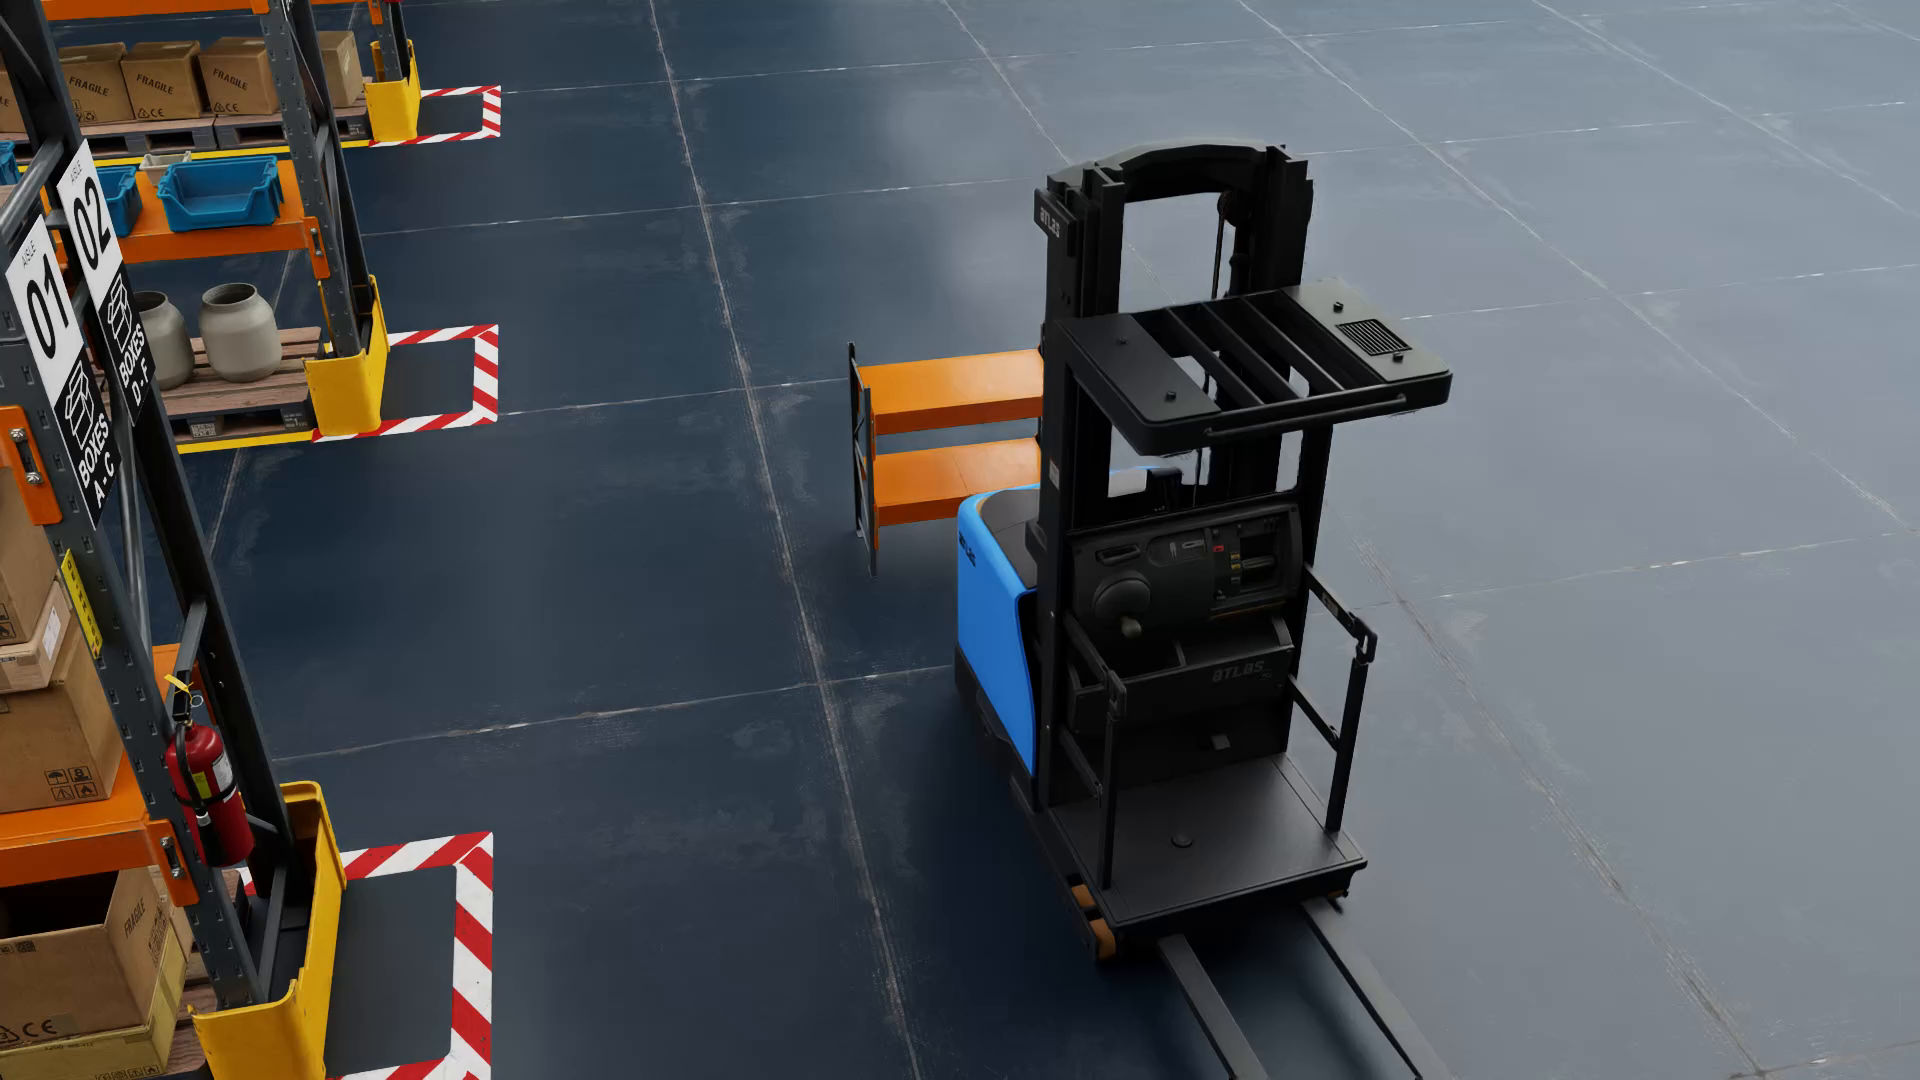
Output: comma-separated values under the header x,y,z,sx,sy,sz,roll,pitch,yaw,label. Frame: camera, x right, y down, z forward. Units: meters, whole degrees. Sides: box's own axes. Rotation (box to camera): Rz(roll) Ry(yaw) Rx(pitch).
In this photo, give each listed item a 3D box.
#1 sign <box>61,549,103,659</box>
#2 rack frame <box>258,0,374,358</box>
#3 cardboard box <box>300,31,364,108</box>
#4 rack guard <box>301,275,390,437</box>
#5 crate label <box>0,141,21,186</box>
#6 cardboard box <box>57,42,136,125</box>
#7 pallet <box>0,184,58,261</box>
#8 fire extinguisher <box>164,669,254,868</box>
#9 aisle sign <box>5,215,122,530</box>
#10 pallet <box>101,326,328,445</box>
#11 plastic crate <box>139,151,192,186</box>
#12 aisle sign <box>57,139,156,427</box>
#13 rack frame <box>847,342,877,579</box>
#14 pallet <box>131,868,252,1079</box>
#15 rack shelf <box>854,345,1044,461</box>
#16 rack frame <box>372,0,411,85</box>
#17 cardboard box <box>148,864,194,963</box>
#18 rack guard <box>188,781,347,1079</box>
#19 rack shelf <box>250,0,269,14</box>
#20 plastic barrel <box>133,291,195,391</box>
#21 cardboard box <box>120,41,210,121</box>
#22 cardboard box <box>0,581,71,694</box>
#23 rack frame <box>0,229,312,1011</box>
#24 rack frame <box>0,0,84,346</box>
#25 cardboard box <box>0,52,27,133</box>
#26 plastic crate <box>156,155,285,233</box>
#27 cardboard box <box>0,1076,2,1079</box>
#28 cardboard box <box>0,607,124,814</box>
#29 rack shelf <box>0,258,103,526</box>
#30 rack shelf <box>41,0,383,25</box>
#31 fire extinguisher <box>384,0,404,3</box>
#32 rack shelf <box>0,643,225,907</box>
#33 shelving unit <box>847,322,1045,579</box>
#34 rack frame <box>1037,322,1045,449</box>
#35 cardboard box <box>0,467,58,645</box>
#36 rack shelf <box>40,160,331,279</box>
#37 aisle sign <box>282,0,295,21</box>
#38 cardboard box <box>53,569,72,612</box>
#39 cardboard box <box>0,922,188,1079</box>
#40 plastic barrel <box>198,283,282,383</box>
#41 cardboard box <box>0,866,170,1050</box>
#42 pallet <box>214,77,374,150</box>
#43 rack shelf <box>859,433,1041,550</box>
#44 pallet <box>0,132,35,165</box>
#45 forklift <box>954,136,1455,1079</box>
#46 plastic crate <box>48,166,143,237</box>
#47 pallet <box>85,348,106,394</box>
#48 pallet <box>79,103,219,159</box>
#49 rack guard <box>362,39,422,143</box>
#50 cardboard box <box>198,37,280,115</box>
x,y,z,sx,sy,sz,roll,pitch,yaw,label
-2.509,0.184,4.755,0.005,0.325,0.100,-7,35,-11,sign
-3.704,-2.226,9.599,0.127,3.000,1.000,-7,35,-11,rack frame
-5.410,-3.987,14.089,0.500,0.500,0.500,-1,34,-2,cardboard box
-3.768,-1.153,10.243,0.348,0.500,1.175,-7,35,-11,rack guard
-5.440,-1.868,9.032,0.616,0.435,0.502,-7,35,-11,crate label
-7.154,-3.784,13.786,0.500,0.500,0.500,-10,35,-15,cardboard box
-3.310,-0.670,4.666,1.213,0.211,1.003,-7,35,-11,pallet
-2.397,0.736,5.253,0.183,0.674,0.296,-7,35,-11,fire extinguisher
-2.486,-0.462,4.636,0.004,0.787,0.394,-7,35,-11,aisle sign
-4.561,-0.936,10.179,1.213,0.211,1.003,-7,35,-11,pallet
-4.648,-2.182,9.769,0.250,0.136,0.298,-7,35,-11,plastic crate
-2.619,-0.788,5.122,0.004,0.787,0.394,-7,35,-11,aisle sign
-0.502,-0.404,8.565,0.032,1.125,0.500,-7,35,-11,rack frame
-3.352,1.741,6.189,1.213,0.211,1.003,-7,35,-11,pallet
-0.007,-0.709,8.495,1.000,0.278,0.538,-7,35,-11,rack shelf
-4.797,-4.918,13.610,0.127,3.000,1.000,-7,35,-11,rack frame
-3.187,1.379,6.317,0.500,0.250,0.500,-7,35,-11,cardboard box
-2.592,1.501,6.287,0.348,0.500,1.175,-7,35,-11,rack guard
-5.655,-2.927,8.597,4.000,0.370,1.077,-7,35,-11,rack shelf
-4.818,-1.183,9.900,0.421,0.512,0.421,0,34,0,plastic barrel
-6.600,-3.828,13.852,0.500,0.500,0.500,-4,34,-6,cardboard box
-2.946,0.306,5.153,0.250,0.149,0.380,-8,35,-11,cardboard box
-2.615,0.466,5.586,0.127,3.000,1.000,-7,35,-11,rack frame
-2.615,-2.025,3.914,0.127,3.000,1.000,-7,35,-11,rack frame
-7.742,-3.665,13.609,0.500,0.500,0.500,3,34,5,cardboard box
-4.126,-1.940,9.306,0.616,0.251,0.499,-7,35,-11,plastic crate
-3.558,1.728,5.796,0.500,0.250,0.500,-7,35,-11,cardboard box
-3.073,0.475,5.483,0.500,0.500,0.700,-7,35,-11,cardboard box
-4.566,-0.235,4.584,4.000,0.370,1.077,-7,35,-11,rack shelf
-6.748,-4.374,13.444,4.000,0.370,1.077,-7,35,-11,rack shelf
-4.583,-4.650,13.279,0.183,0.674,0.296,-7,35,-11,fire extinguisher
-4.566,1.011,5.420,4.000,0.370,1.077,-7,35,-11,rack shelf
-0.007,-0.466,8.658,1.048,1.125,0.538,-7,35,-11,shelving unit
0.489,-0.529,8.751,0.032,1.125,0.500,-7,35,-11,rack frame
-3.125,-0.057,5.112,0.500,0.500,0.700,-7,35,-10,cardboard box
-5.655,-1.682,9.433,4.000,0.370,1.077,-7,35,-11,rack shelf
-3.568,-3.153,8.647,0.004,0.787,0.394,-7,35,-11,aisle sign
-3.045,0.087,5.480,0.250,0.149,0.380,-7,35,-11,cardboard box
-3.073,1.660,5.898,0.500,0.250,0.500,-7,35,-11,cardboard box
-4.329,-1.245,9.992,0.421,0.512,0.421,0,34,0,plastic barrel
-3.072,1.350,5.687,0.500,0.500,0.500,-7,35,-11,cardboard box
-5.671,-3.670,14.253,1.213,0.211,1.003,-7,35,-11,pallet
-0.007,-0.263,8.795,1.000,0.278,0.538,-7,35,-11,rack shelf
-8.051,-3.370,13.806,1.213,0.211,1.003,-7,35,-11,pallet
0.930,0.174,6.083,1.130,2.935,3.031,-11,35,-16,forklift
-4.761,-1.864,9.192,0.408,0.251,0.499,-7,35,-11,plastic crate
-5.749,-0.788,9.958,1.213,0.211,1.003,-7,35,-11,pallet
-6.859,-3.522,14.032,1.213,0.211,1.003,-7,35,-11,pallet
-4.871,-3.871,14.293,0.348,0.500,1.175,-7,35,-11,rack guard
-5.985,-3.895,13.951,0.500,0.500,0.500,1,34,2,cardboard box
